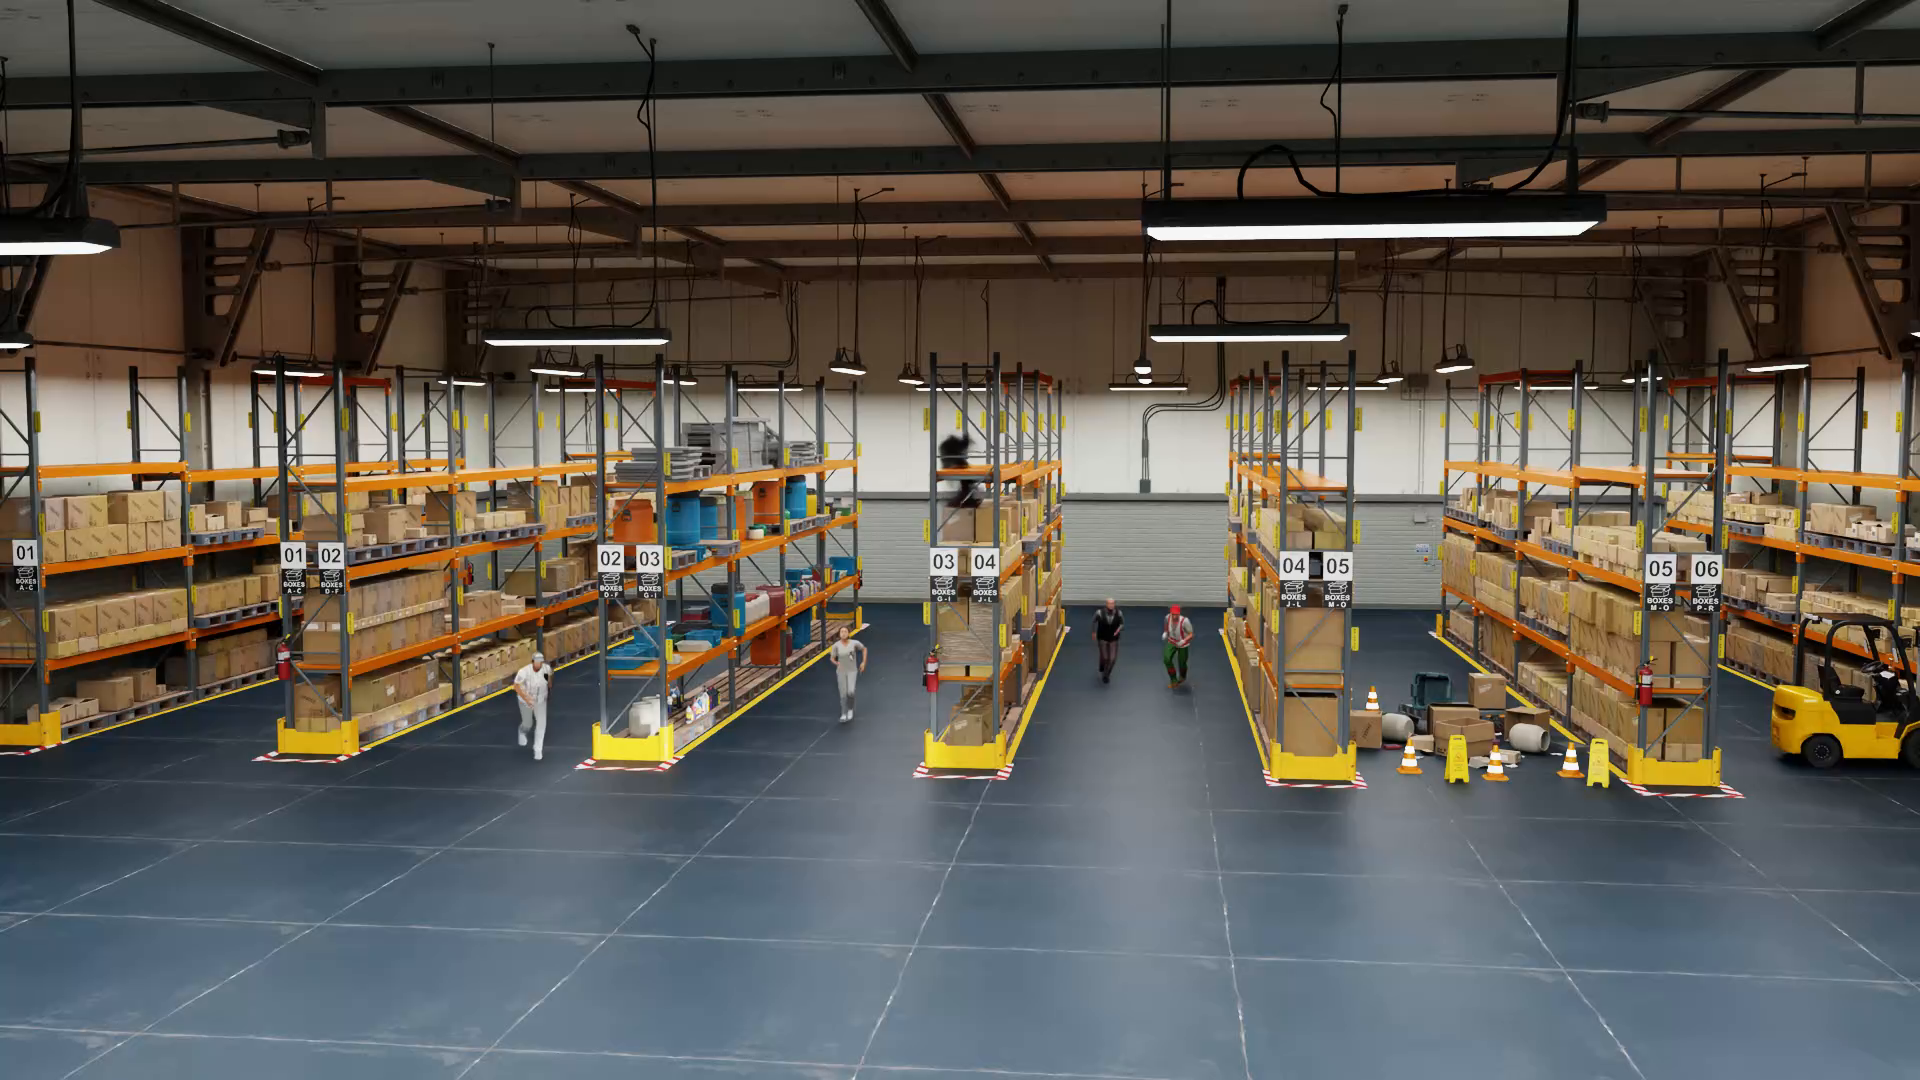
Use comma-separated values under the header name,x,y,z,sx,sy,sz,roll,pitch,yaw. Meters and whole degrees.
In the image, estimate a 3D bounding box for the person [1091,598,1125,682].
name,x,y,z,sx,sy,sz,roll,pitch,yaw
person,2.851,1.921,31.883,0.625,1.640,0.684,-1,4,-10

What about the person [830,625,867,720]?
name,x,y,z,sx,sy,sz,roll,pitch,yaw
person,-1.860,2.222,27.592,0.574,1.620,0.776,0,4,5

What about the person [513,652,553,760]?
name,x,y,z,sx,sy,sz,roll,pitch,yaw
person,-6.442,2.462,25.025,0.627,1.631,0.999,-3,5,-34

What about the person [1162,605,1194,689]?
name,x,y,z,sx,sy,sz,roll,pitch,yaw
person,4.113,1.964,31.205,0.700,1.589,1.093,2,4,25
